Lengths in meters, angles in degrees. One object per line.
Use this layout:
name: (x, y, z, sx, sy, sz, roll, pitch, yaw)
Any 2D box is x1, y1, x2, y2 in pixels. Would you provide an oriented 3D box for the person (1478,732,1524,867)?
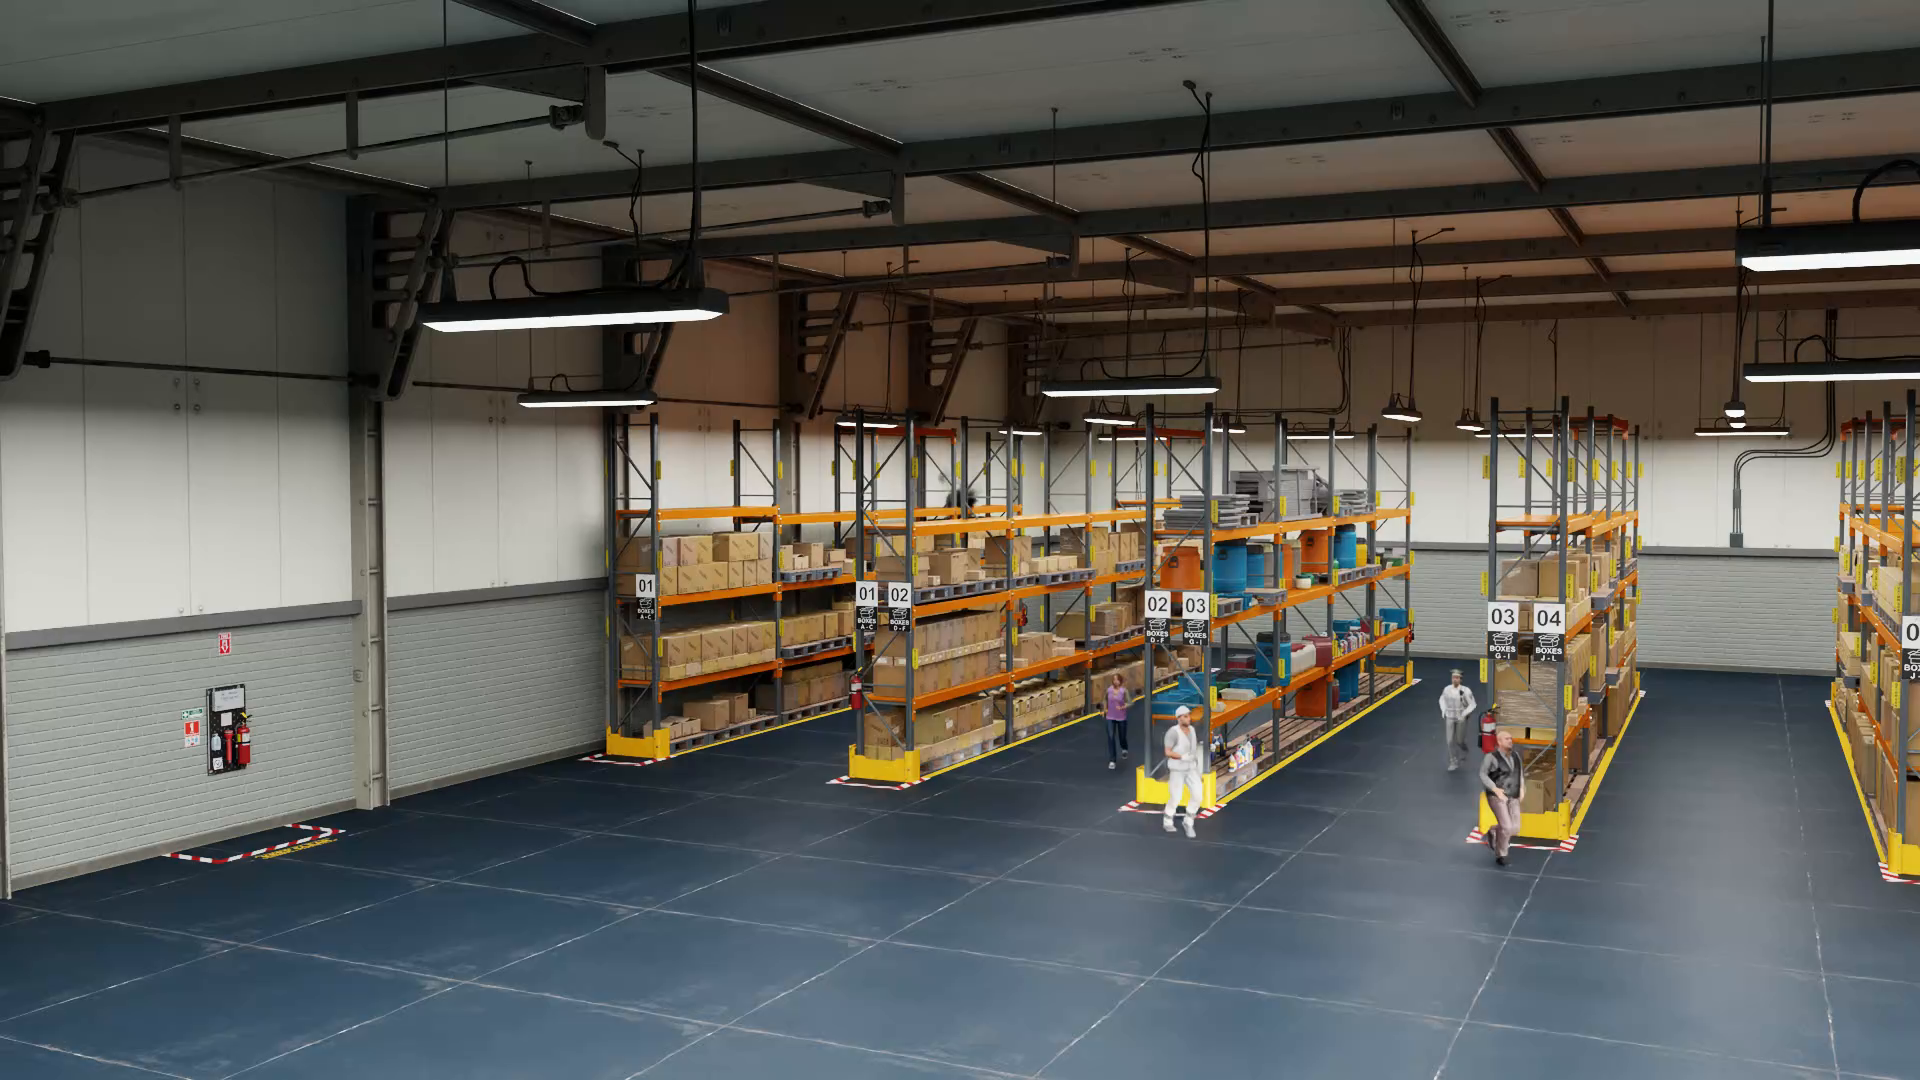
person: (6.905, 3.277, 21.245, 0.693, 1.686, 0.610, -1, 3, -23)

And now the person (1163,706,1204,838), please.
person: (3.061, 3.171, 22.668, 0.676, 1.830, 0.728, -1, 3, -31)

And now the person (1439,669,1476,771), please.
person: (8.336, 2.996, 27.892, 0.632, 1.672, 0.759, 1, 3, 30)

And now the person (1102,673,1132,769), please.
person: (2.642, 3.029, 28.040, 0.547, 1.570, 0.822, 1, 3, 17)
